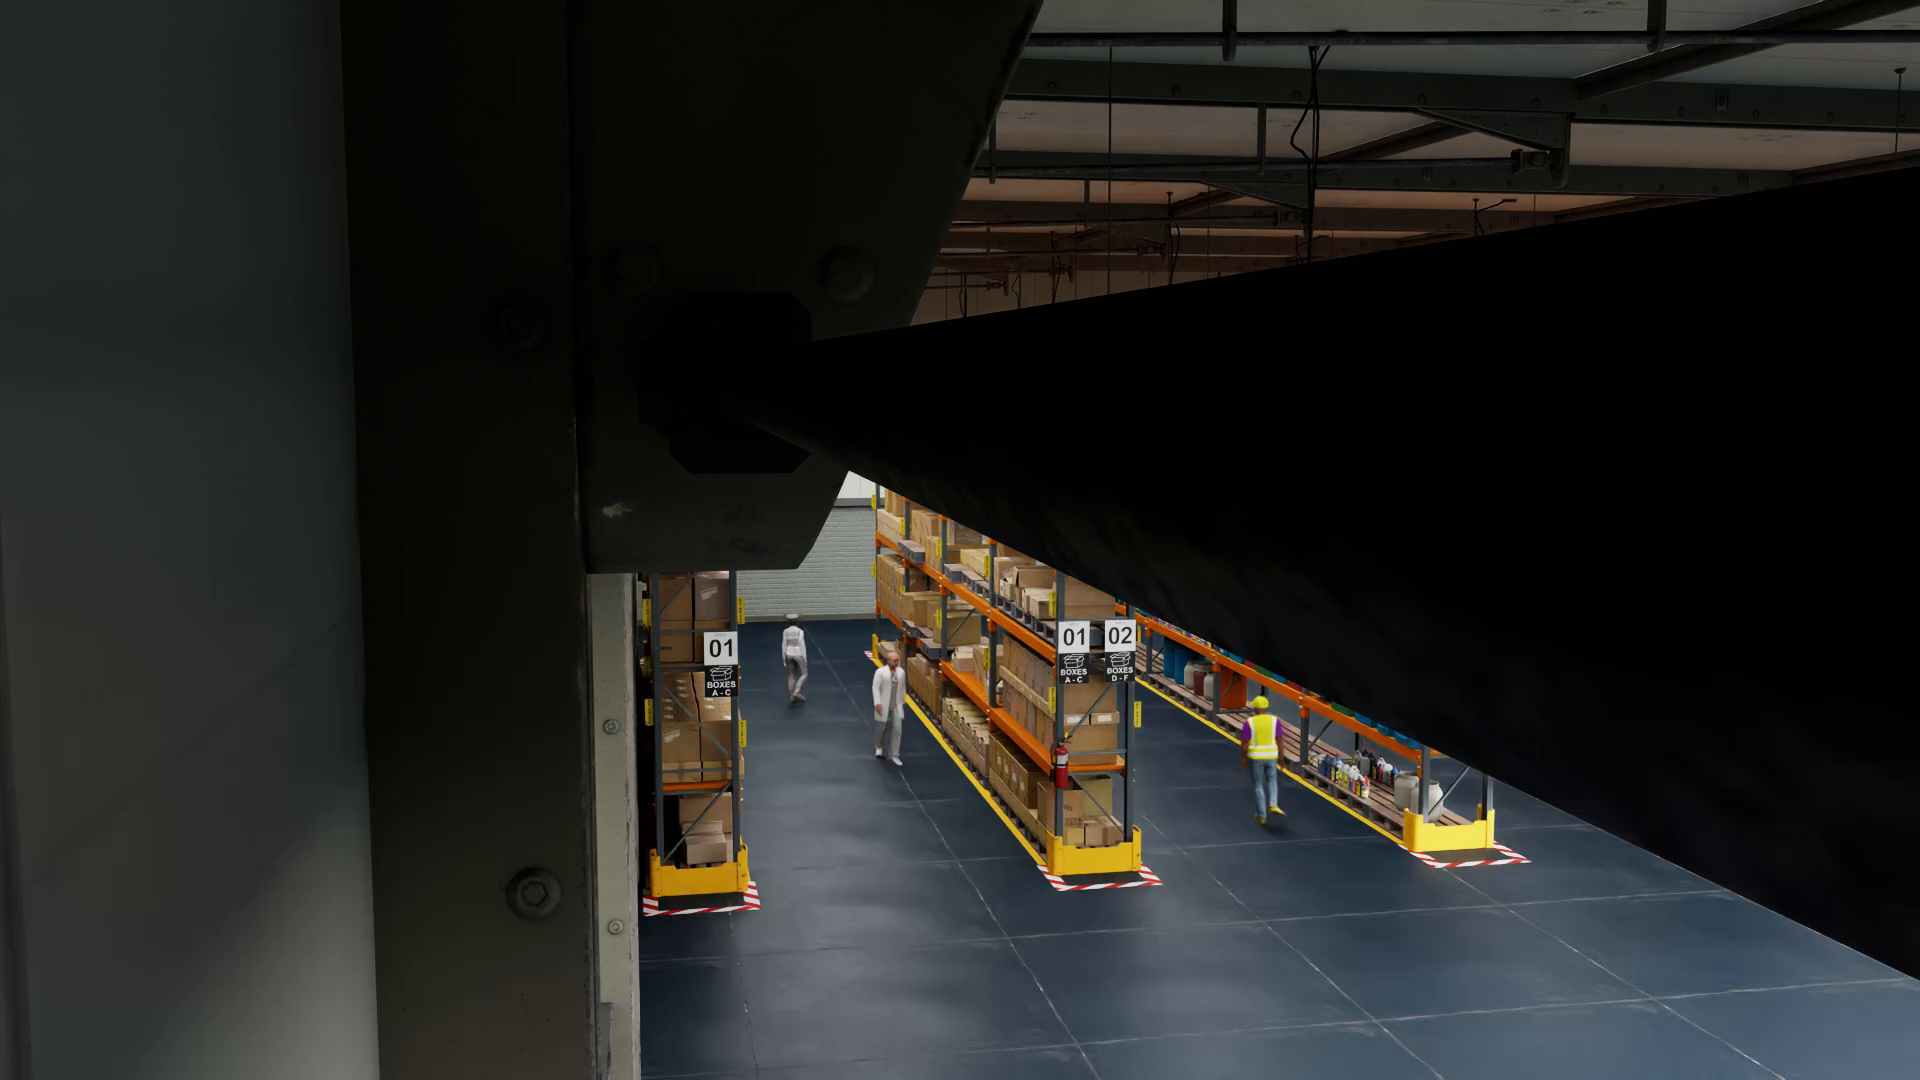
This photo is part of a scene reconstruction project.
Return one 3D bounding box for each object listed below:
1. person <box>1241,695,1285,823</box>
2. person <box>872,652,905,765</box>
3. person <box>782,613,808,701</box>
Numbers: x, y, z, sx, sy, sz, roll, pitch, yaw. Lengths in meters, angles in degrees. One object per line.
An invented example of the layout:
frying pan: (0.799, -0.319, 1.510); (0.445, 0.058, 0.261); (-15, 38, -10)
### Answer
person: (4.237, 3.062, 23.279); (0.609, 1.755, 0.489); (0, 6, -1)
person: (-1.133, 2.711, 26.968); (0.667, 1.789, 0.848); (-3, 7, -29)
person: (-3.173, 2.248, 31.720); (0.514, 1.677, 0.467); (3, 6, 25)
